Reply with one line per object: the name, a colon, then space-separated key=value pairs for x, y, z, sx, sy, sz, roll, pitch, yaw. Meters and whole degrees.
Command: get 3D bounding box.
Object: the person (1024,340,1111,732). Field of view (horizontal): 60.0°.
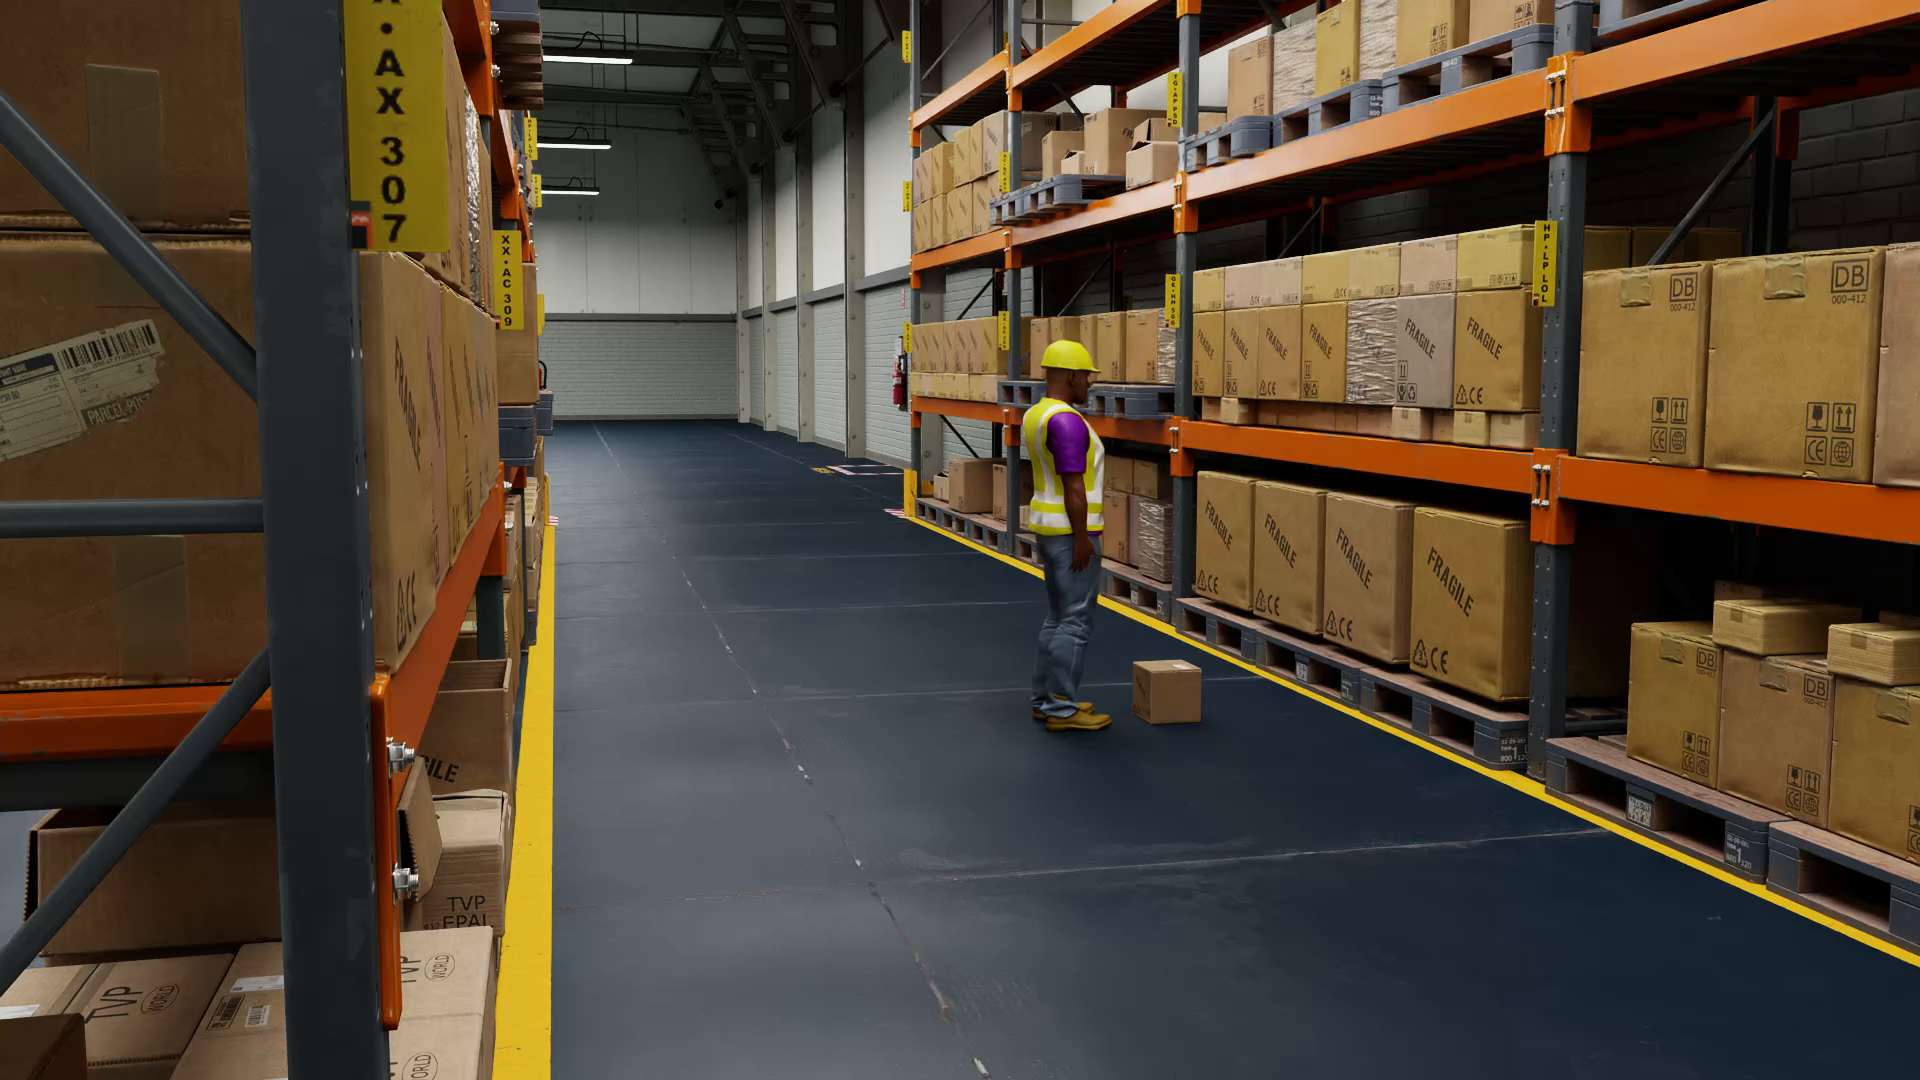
person: x=0.486 y=-0.030 z=7.633 sx=0.360 sy=1.762 sz=0.565 roll=-1 pitch=6 yaw=-12
